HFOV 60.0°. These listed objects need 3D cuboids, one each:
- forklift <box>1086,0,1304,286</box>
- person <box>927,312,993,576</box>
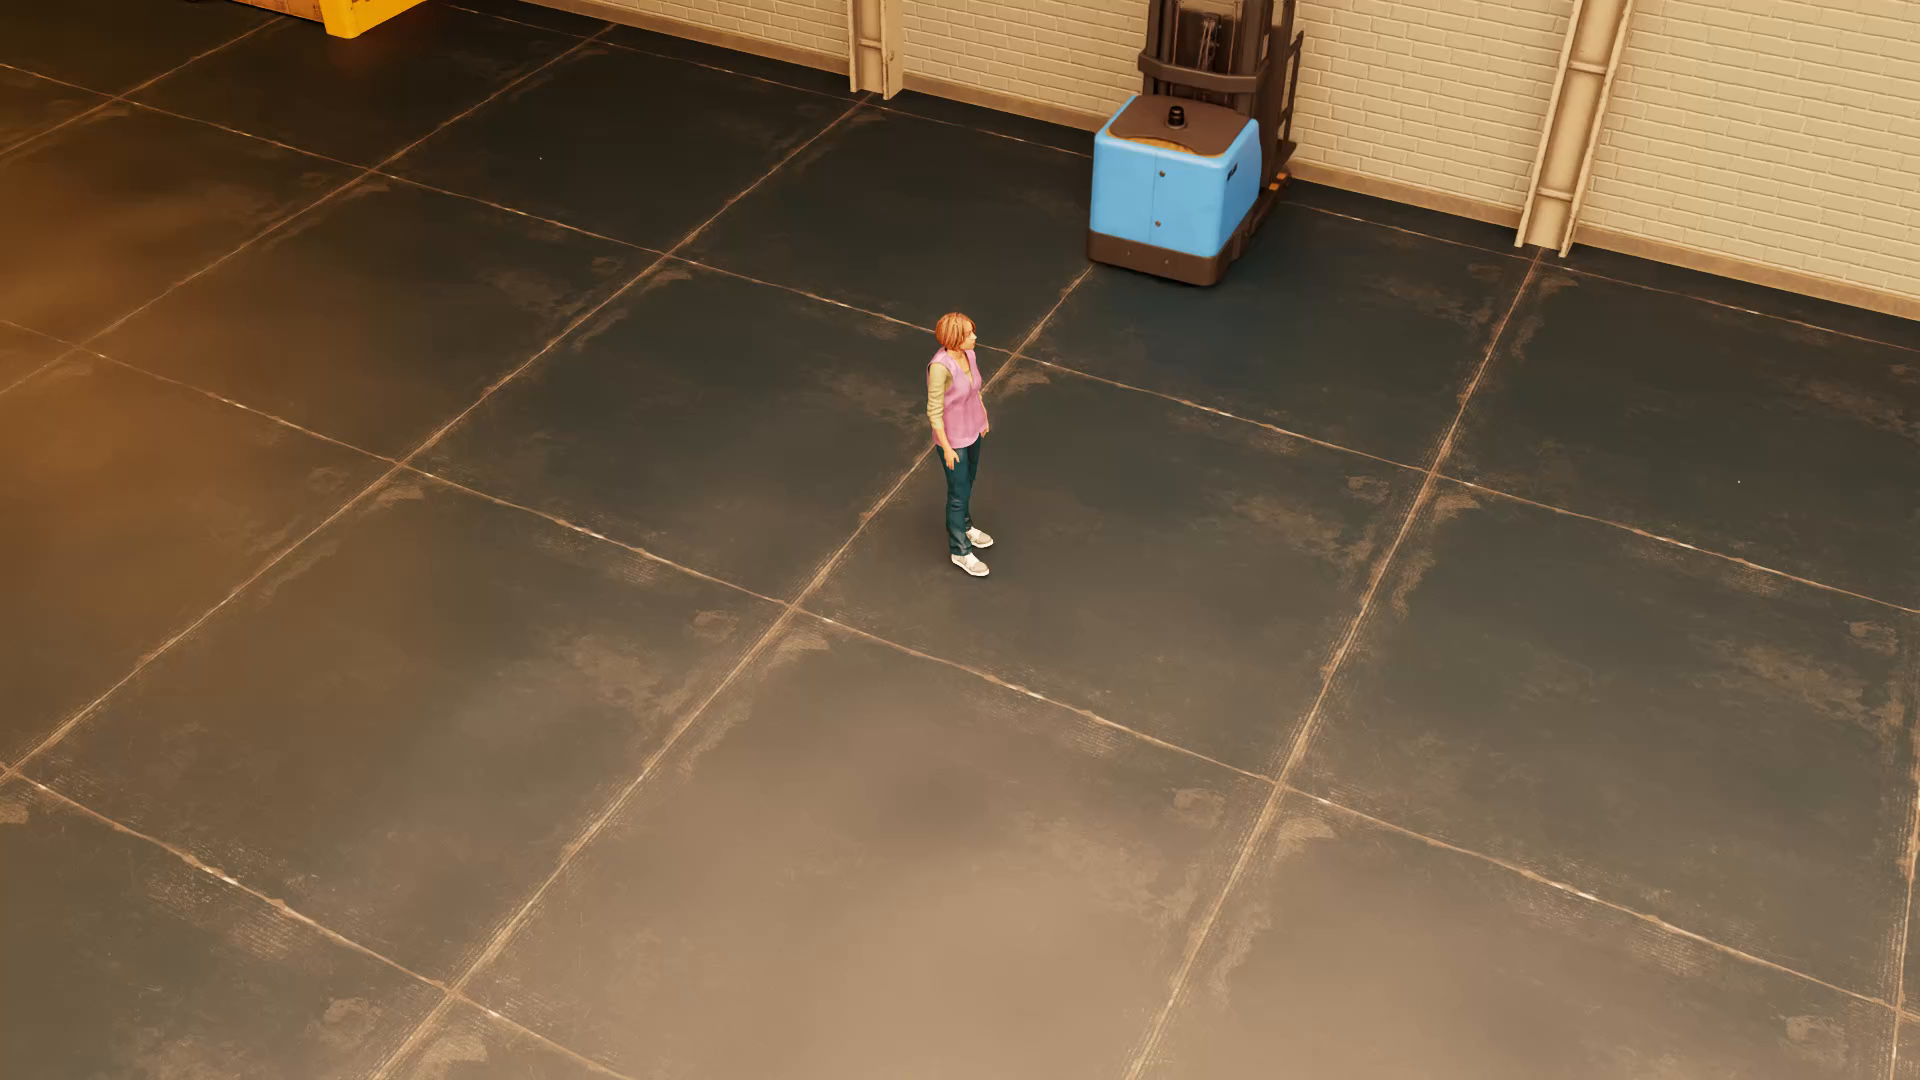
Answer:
[{"bbox_3d":[2.057,-3.961,12.689,1.130,2.935,3.031,17,43,19],"label":"forklift"},{"bbox_3d":[0.060,-0.586,9.706,0.473,1.599,0.520,18,43,21],"label":"person"}]
